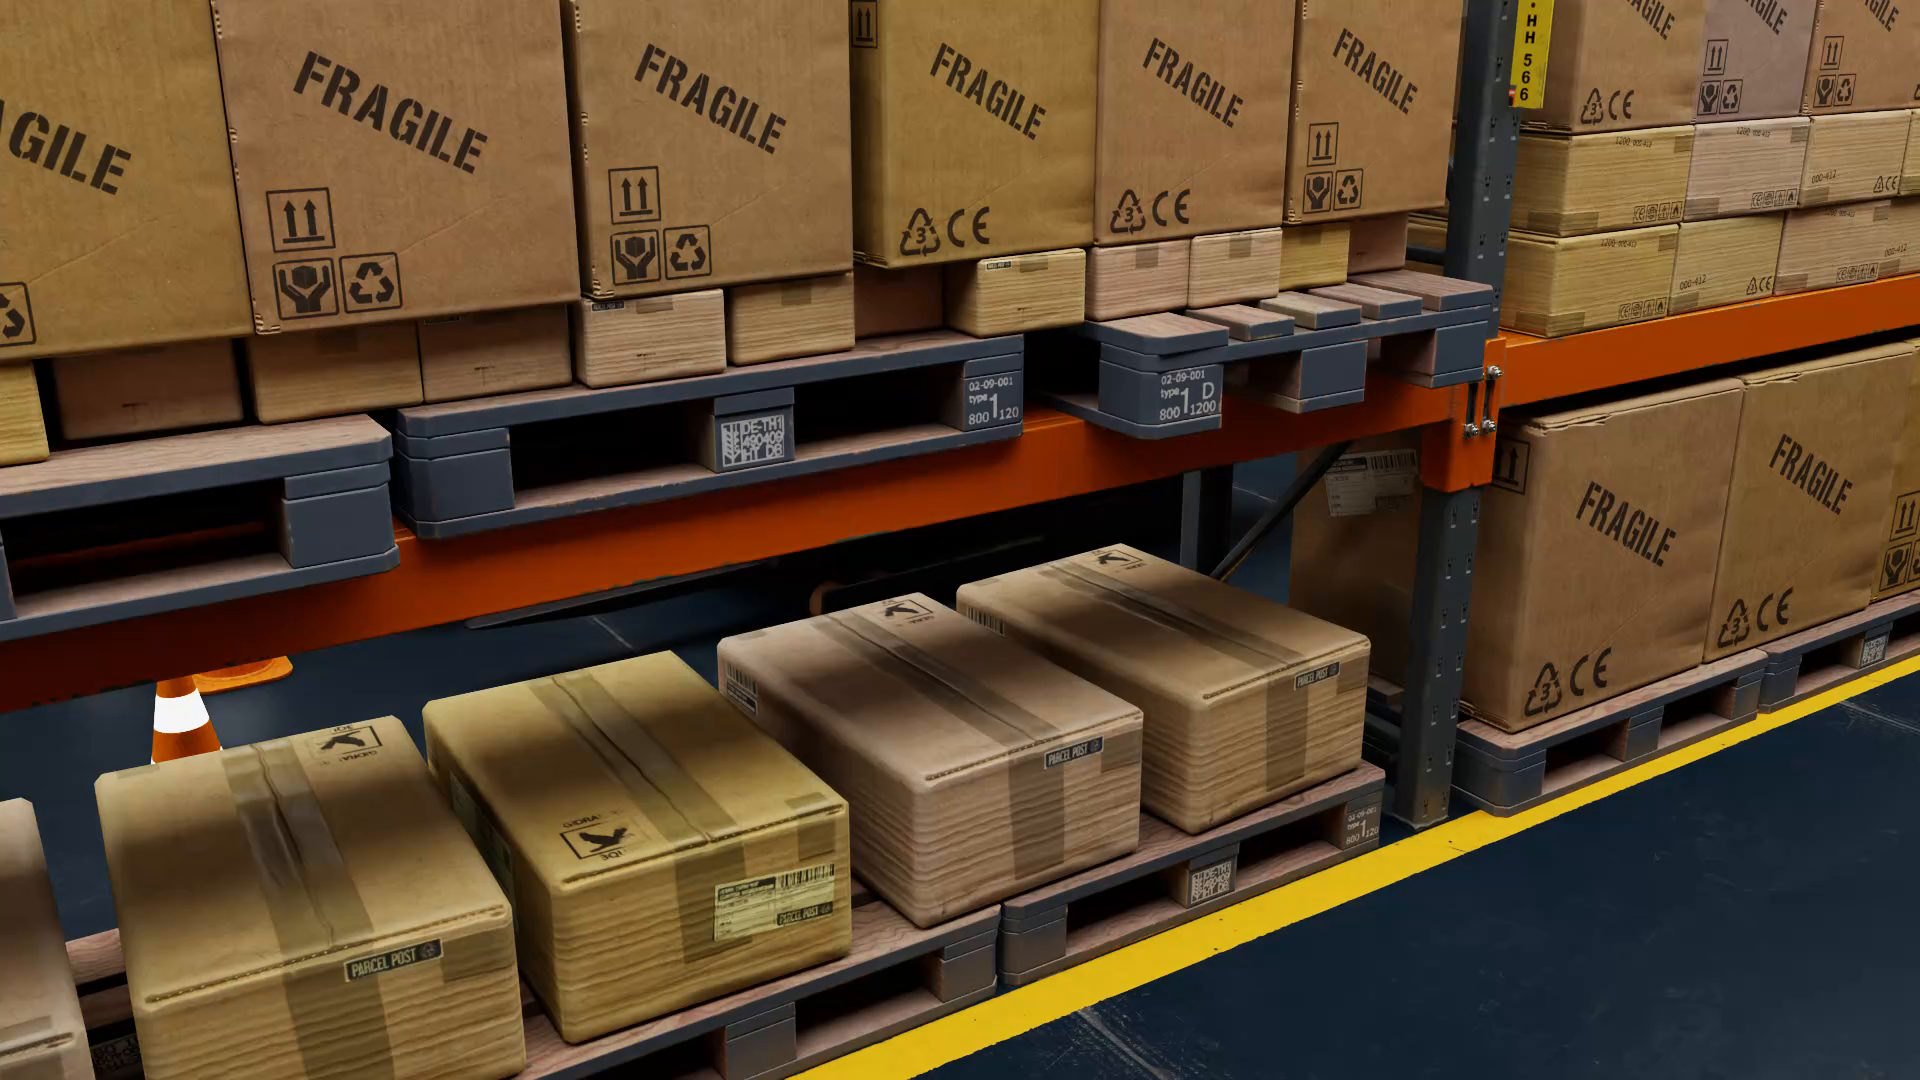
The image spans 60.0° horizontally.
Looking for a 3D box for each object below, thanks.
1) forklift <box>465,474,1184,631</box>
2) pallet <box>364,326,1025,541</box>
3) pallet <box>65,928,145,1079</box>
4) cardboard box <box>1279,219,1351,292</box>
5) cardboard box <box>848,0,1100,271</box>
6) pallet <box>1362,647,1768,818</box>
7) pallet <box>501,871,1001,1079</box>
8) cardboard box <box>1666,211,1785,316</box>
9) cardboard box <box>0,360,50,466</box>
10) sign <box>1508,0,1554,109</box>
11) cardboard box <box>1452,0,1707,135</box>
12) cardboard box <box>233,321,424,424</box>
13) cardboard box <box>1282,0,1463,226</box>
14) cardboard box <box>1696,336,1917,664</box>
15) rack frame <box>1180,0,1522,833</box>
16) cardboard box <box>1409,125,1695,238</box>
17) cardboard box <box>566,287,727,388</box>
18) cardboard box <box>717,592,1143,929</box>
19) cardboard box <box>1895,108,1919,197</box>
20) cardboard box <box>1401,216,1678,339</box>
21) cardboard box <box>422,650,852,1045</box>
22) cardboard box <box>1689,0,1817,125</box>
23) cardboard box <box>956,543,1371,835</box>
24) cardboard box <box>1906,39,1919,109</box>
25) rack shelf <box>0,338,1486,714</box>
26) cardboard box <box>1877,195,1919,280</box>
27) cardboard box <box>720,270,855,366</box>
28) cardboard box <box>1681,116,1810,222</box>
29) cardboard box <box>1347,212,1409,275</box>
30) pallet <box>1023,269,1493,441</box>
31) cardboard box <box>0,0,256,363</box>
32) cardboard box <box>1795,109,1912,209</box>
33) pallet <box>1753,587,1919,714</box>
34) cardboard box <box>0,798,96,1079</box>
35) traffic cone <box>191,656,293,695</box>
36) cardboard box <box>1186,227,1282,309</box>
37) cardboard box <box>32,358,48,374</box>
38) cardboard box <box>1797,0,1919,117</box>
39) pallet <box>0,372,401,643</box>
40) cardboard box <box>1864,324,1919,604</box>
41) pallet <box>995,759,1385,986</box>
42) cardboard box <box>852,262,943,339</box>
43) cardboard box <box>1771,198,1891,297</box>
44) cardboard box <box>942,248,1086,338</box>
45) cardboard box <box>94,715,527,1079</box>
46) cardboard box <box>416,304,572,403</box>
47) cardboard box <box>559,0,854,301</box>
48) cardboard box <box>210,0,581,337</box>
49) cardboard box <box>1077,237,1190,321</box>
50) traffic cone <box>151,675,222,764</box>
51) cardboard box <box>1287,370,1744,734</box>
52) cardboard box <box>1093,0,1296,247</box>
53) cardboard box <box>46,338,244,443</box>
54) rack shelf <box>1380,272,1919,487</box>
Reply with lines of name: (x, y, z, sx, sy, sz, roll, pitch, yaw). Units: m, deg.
forklift: (-0.509, -1.270, 5.924, 3.031, 2.935, 1.130, -13, 23, -34)
pallet: (-0.638, -0.333, 3.346, 1.213, 0.211, 1.003, -12, 22, -31)
pallet: (-1.698, 1.104, 3.148, 1.213, 0.211, 1.003, -12, 22, -31)
cardboard box: (0.665, -0.676, 3.798, 0.250, 0.149, 0.380, -12, 22, -31)
cardboard box: (-0.080, -0.833, 3.249, 0.500, 0.500, 0.500, -14, 23, -35)
pallet: (1.693, 0.419, 5.177, 1.213, 0.211, 1.003, -12, 22, -31)
pallet: (-0.678, 0.888, 3.788, 1.213, 0.211, 1.003, -12, 22, -31)
cardboard box: (1.959, -0.827, 4.740, 0.500, 0.250, 0.500, -13, 22, -33)
cardboard box: (-1.499, -0.213, 2.429, 0.250, 0.149, 0.380, -11, 22, -30)
sign: (1.300, -1.151, 3.782, 0.005, 0.325, 0.100, -12, 22, -31)
cardboard box: (1.540, -1.326, 4.266, 0.500, 0.500, 0.500, -13, 22, -33)
cardboard box: (-1.066, -0.318, 2.738, 0.250, 0.149, 0.380, -12, 22, -31)
cardboard box: (0.766, -1.016, 3.791, 0.500, 0.500, 0.500, -13, 22, -33)
cardboard box: (2.363, -0.231, 5.407, 0.875, 0.875, 0.875, -12, 22, -31)
rack frame: (0.993, -0.784, 4.379, 0.127, 3.000, 1.000, -12, 22, -31)
cardboard box: (1.552, -0.973, 4.391, 0.500, 0.250, 0.500, -12, 22, -32)
cardboard box: (-0.608, -0.394, 2.963, 0.250, 0.149, 0.380, -11, 22, -29)
cardboard box: (-0.096, 0.491, 4.055, 0.625, 0.372, 0.950, -12, 22, -32)
cardboard box: (2.838, -1.234, 5.164, 0.500, 0.250, 0.500, -11, 22, -30)
cardboard box: (1.540, -0.731, 4.459, 0.500, 0.250, 0.500, -12, 22, -32)
cardboard box: (-0.733, 0.623, 3.665, 0.625, 0.372, 0.950, -11, 22, -30)
cardboard box: (1.949, -1.416, 4.532, 0.500, 0.500, 0.500, -12, 22, -31)
cardboard box: (0.516, 0.359, 4.446, 0.625, 0.372, 0.950, -14, 23, -35)
cardboard box: (2.812, -1.591, 5.050, 0.500, 0.500, 0.500, -12, 22, -31)
rack shelf: (-0.677, -0.090, 3.452, 4.000, 0.370, 1.077, -12, 22, -31)
cardboard box: (2.811, -1.005, 5.269, 0.500, 0.250, 0.500, -12, 22, -31)
cardboard box: (-0.402, -0.449, 3.125, 0.250, 0.149, 0.380, -13, 22, -33)
cardboard box: (1.984, -1.063, 4.660, 0.500, 0.250, 0.500, -11, 22, -30)
cardboard box: (0.849, -0.743, 3.995, 0.250, 0.149, 0.380, -11, 22, -29)
pallet: (0.457, -0.539, 3.954, 1.003, 0.211, 1.213, -12, 22, -31)
cardboard box: (-1.380, -0.560, 2.443, 0.500, 0.500, 0.500, -12, 22, -31)
cardboard box: (2.408, -1.148, 4.910, 0.500, 0.250, 0.500, -12, 22, -32)
pallet: (2.711, 0.205, 5.808, 1.213, 0.211, 1.003, -12, 22, -31)
cardboard box: (-1.911, 0.874, 2.924, 0.625, 0.372, 0.950, -12, 22, -31)
traffic cone: (-2.390, 0.211, 5.397, 0.334, 0.463, 0.336, -12, 22, -31)
cardboard box: (0.479, -0.620, 3.631, 0.250, 0.149, 0.380, -12, 22, -32)
cardboard box: (-1.644, -0.420, 3.040, 0.250, 0.149, 0.380, -12, 22, -32)
cardboard box: (2.389, -1.503, 4.790, 0.500, 0.500, 0.500, -11, 22, -30)
pallet: (-1.629, -0.084, 2.609, 1.213, 0.211, 1.003, -12, 22, -31)
cardboard box: (3.110, -0.389, 5.873, 0.875, 0.875, 0.875, -11, 22, -30)
pallet: (0.340, 0.675, 4.419, 1.213, 0.211, 1.003, -12, 22, -31)
cardboard box: (-0.237, -0.515, 3.321, 0.250, 0.149, 0.380, -12, 22, -31)
cardboard box: (2.401, -0.917, 5.009, 0.500, 0.250, 0.500, -11, 22, -30)
cardboard box: (0.042, -0.525, 3.352, 0.250, 0.149, 0.380, -11, 22, -30)
cardboard box: (-1.312, 0.746, 3.301, 0.625, 0.372, 0.950, -10, 21, -28)
cardboard box: (-0.859, -0.361, 2.865, 0.250, 0.149, 0.380, -12, 22, -31)
cardboard box: (-0.537, -0.737, 2.966, 0.500, 0.500, 0.500, -13, 23, -34)
cardboard box: (-0.960, -0.644, 2.689, 0.500, 0.500, 0.500, -12, 22, -32)
cardboard box: (0.264, -0.578, 3.506, 0.250, 0.149, 0.380, -13, 23, -34)
traffic cone: (-2.082, 0.530, 4.455, 0.334, 0.463, 0.336, -12, 22, -31)
cardboard box: (1.616, -0.075, 4.946, 0.875, 0.875, 0.875, -12, 22, -32)
cardboard box: (0.341, -0.922, 3.513, 0.500, 0.500, 0.500, -12, 22, -32)
cardboard box: (-1.304, -0.284, 2.637, 0.250, 0.149, 0.380, -10, 21, -28)
rack shelf: (2.664, -0.795, 5.536, 4.000, 0.370, 1.077, -12, 22, -31)
